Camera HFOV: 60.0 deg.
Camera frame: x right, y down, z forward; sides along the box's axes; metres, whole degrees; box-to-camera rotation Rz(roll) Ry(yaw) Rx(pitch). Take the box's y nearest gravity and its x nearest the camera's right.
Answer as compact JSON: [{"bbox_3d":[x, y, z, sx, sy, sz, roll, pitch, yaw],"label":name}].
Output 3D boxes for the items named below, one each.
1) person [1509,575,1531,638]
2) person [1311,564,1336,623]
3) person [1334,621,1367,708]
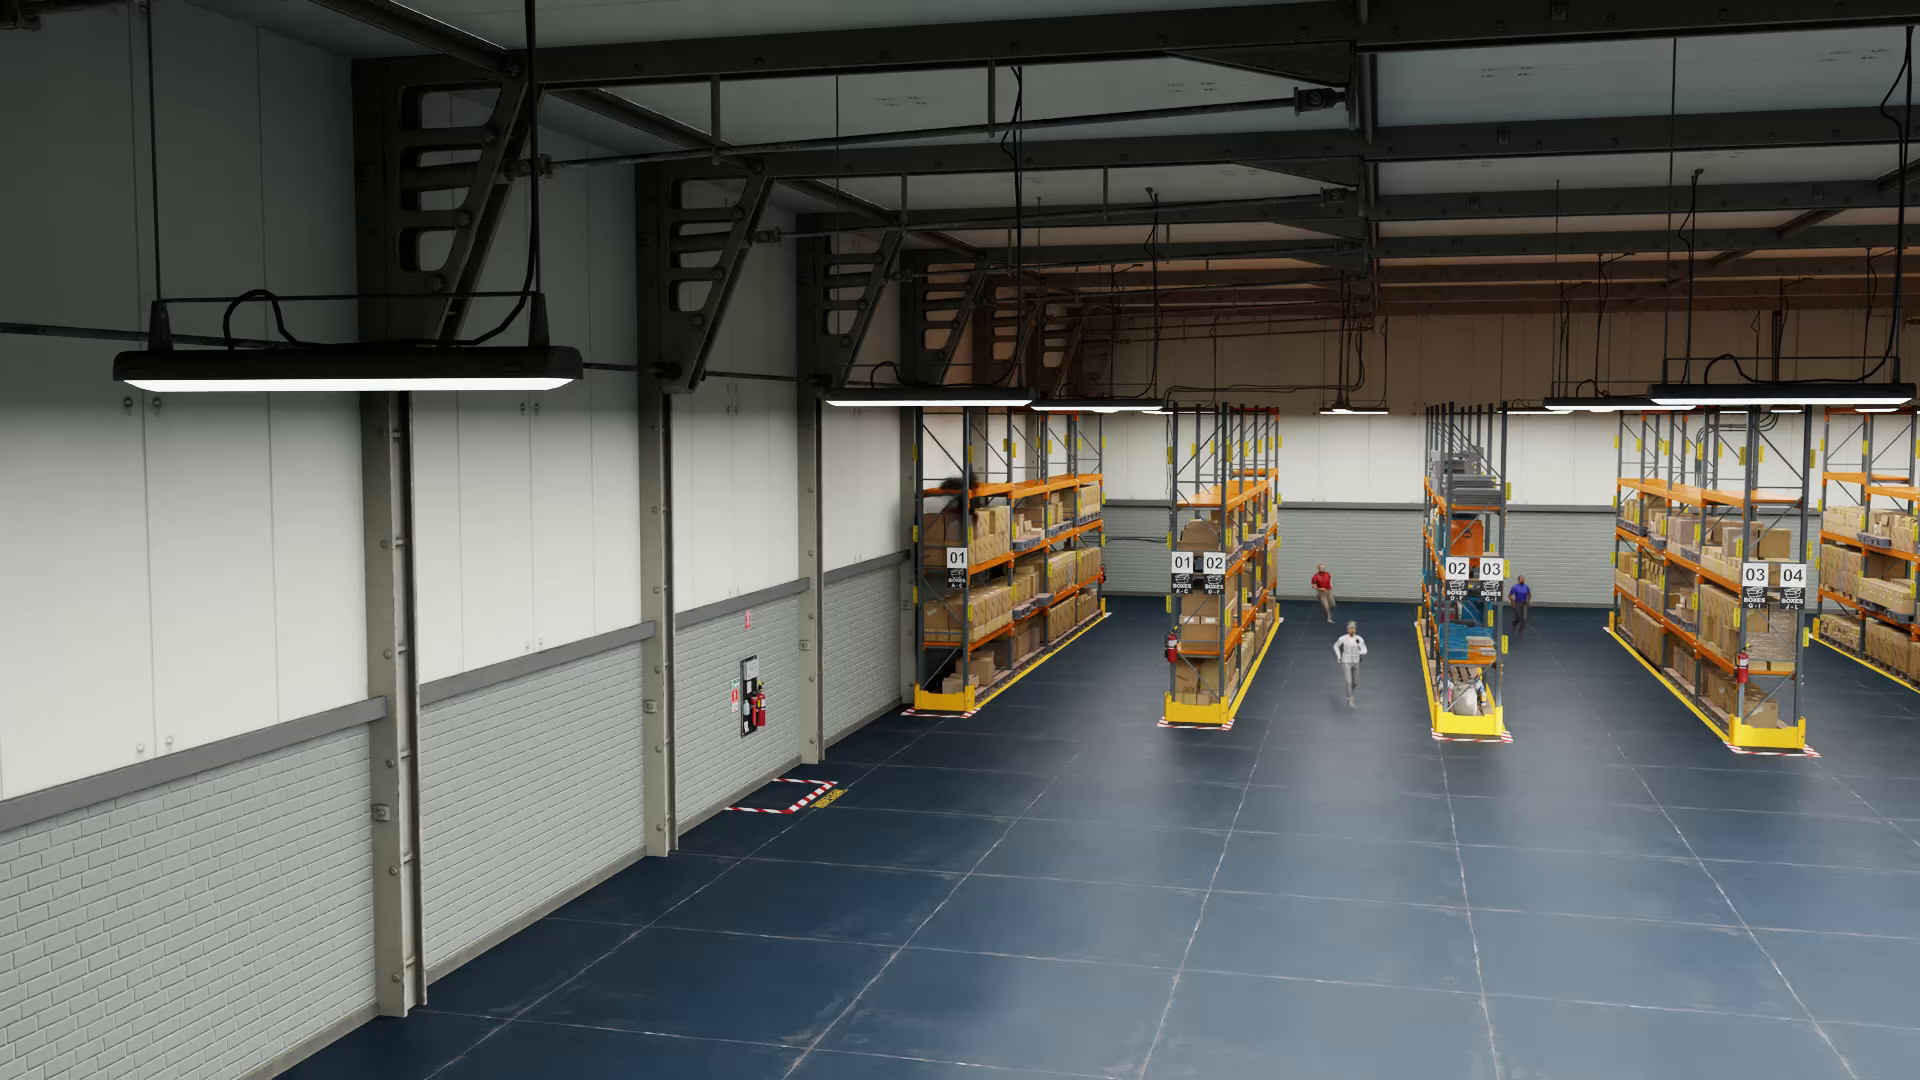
[{"bbox_3d":[14.635,1.725,43.434,0.588,1.621,0.582,0,4,1],"label":"person"},{"bbox_3d":[10.117,1.489,46.250,0.739,1.636,0.568,-1,4,-17],"label":"person"},{"bbox_3d":[7.736,2.434,32.907,0.618,1.673,0.927,0,4,2],"label":"person"}]
